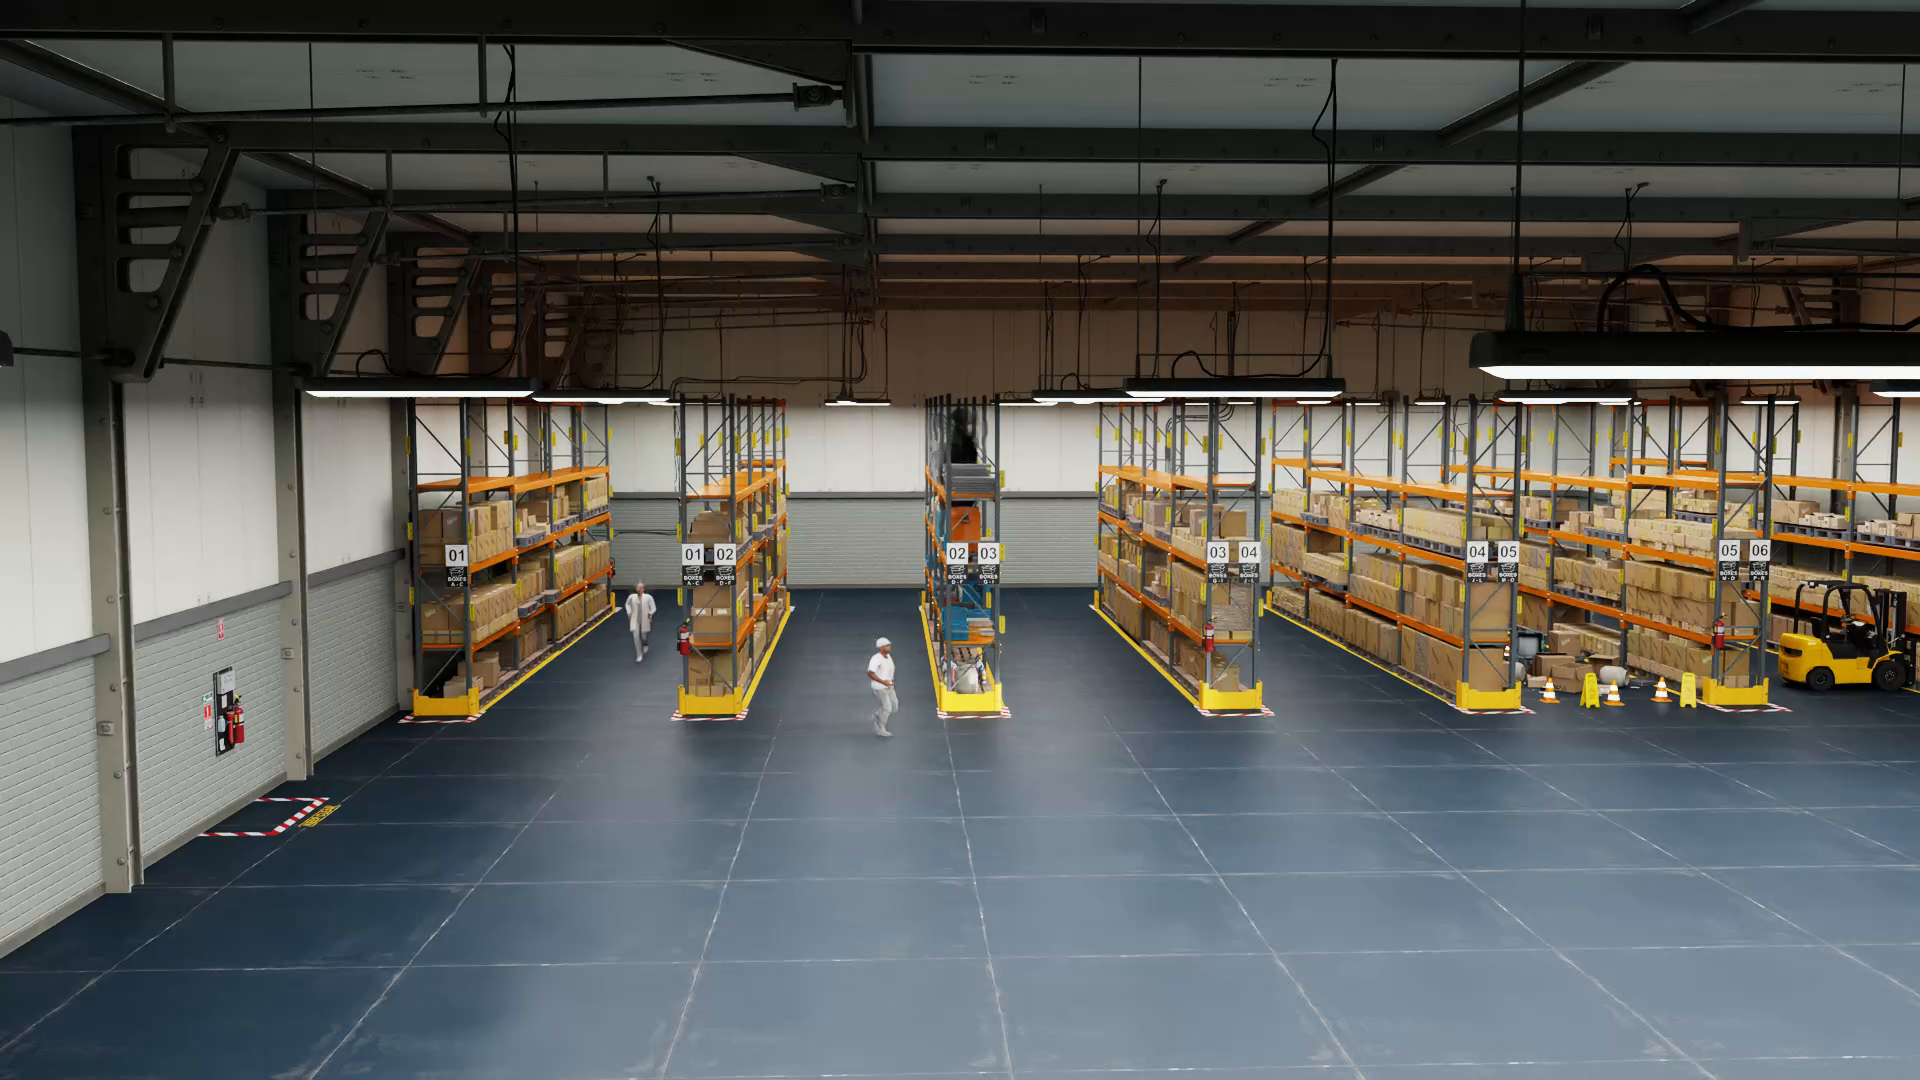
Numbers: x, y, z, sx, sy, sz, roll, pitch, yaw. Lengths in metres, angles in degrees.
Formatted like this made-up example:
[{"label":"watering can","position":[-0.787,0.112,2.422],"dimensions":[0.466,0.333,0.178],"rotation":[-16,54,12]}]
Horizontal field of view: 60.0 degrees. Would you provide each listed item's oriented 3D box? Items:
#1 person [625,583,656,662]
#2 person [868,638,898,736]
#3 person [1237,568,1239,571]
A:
[{"label":"person","position":[-7.297,1.866,37.923],"dimensions":[0.711,1.764,0.807],"rotation":[0,5,-3]},{"label":"person","position":[-1.362,2.564,29.040],"dimensions":[0.584,1.725,0.705],"rotation":[2,5,26]},{"label":"person","position":[8.379,1.006,48.829],"dimensions":[0.634,1.770,0.706],"rotation":[3,6,36]}]
